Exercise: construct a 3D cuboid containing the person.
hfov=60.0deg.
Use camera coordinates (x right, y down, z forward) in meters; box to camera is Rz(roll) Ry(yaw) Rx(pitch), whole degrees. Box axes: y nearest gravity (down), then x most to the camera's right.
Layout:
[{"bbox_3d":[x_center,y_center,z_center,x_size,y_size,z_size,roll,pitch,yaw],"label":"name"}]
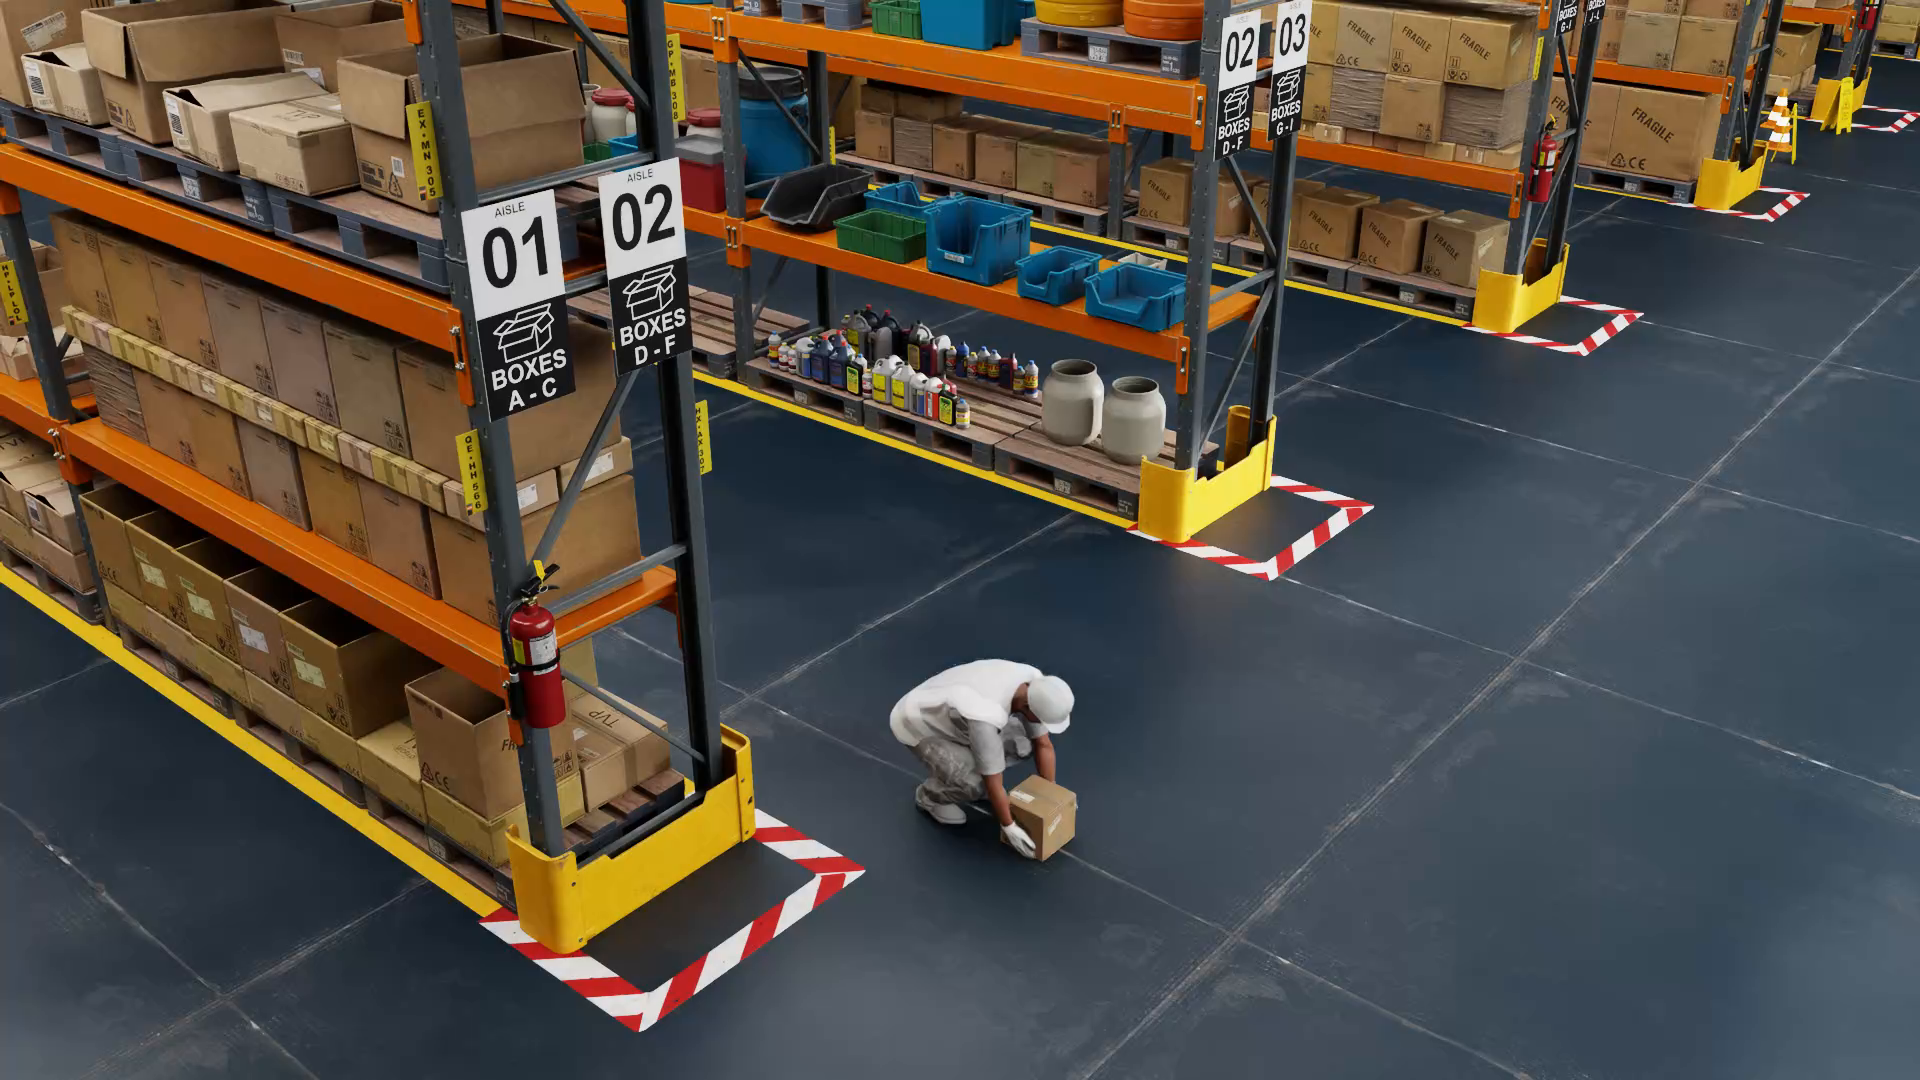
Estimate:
[{"bbox_3d":[0.118,0.927,7.823,0.909,0.883,0.576,21,34,35],"label":"person"}]
